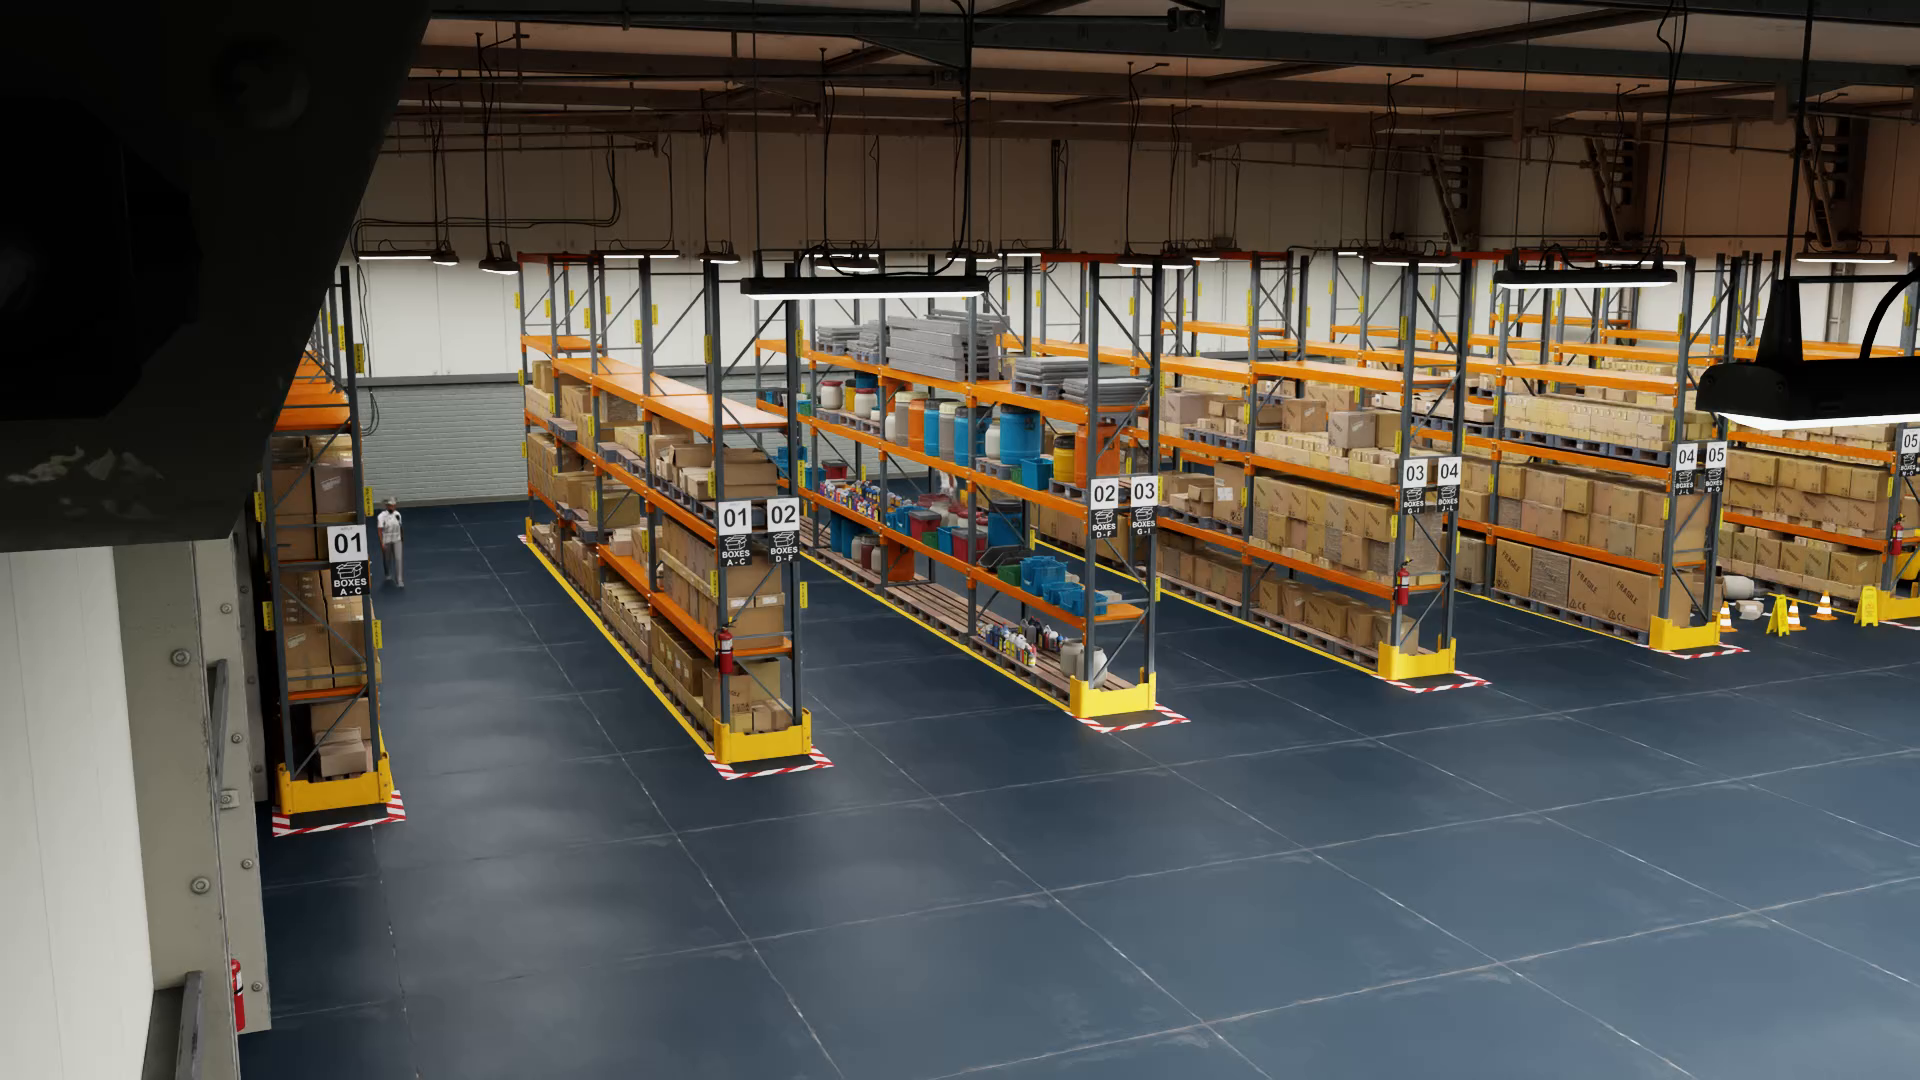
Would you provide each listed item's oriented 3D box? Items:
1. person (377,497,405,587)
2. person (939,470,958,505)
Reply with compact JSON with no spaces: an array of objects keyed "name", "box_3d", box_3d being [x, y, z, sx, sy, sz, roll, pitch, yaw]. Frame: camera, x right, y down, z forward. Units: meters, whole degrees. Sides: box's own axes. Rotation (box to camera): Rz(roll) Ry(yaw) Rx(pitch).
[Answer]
[{"name":"person","box_3d":[-10.396,0.018,30.355,0.444,1.616,1.051,-5,11,-24]},{"name":"person","box_3d":[-0.269,-1.133,36.324,0.611,1.807,0.566,2,11,12]}]
